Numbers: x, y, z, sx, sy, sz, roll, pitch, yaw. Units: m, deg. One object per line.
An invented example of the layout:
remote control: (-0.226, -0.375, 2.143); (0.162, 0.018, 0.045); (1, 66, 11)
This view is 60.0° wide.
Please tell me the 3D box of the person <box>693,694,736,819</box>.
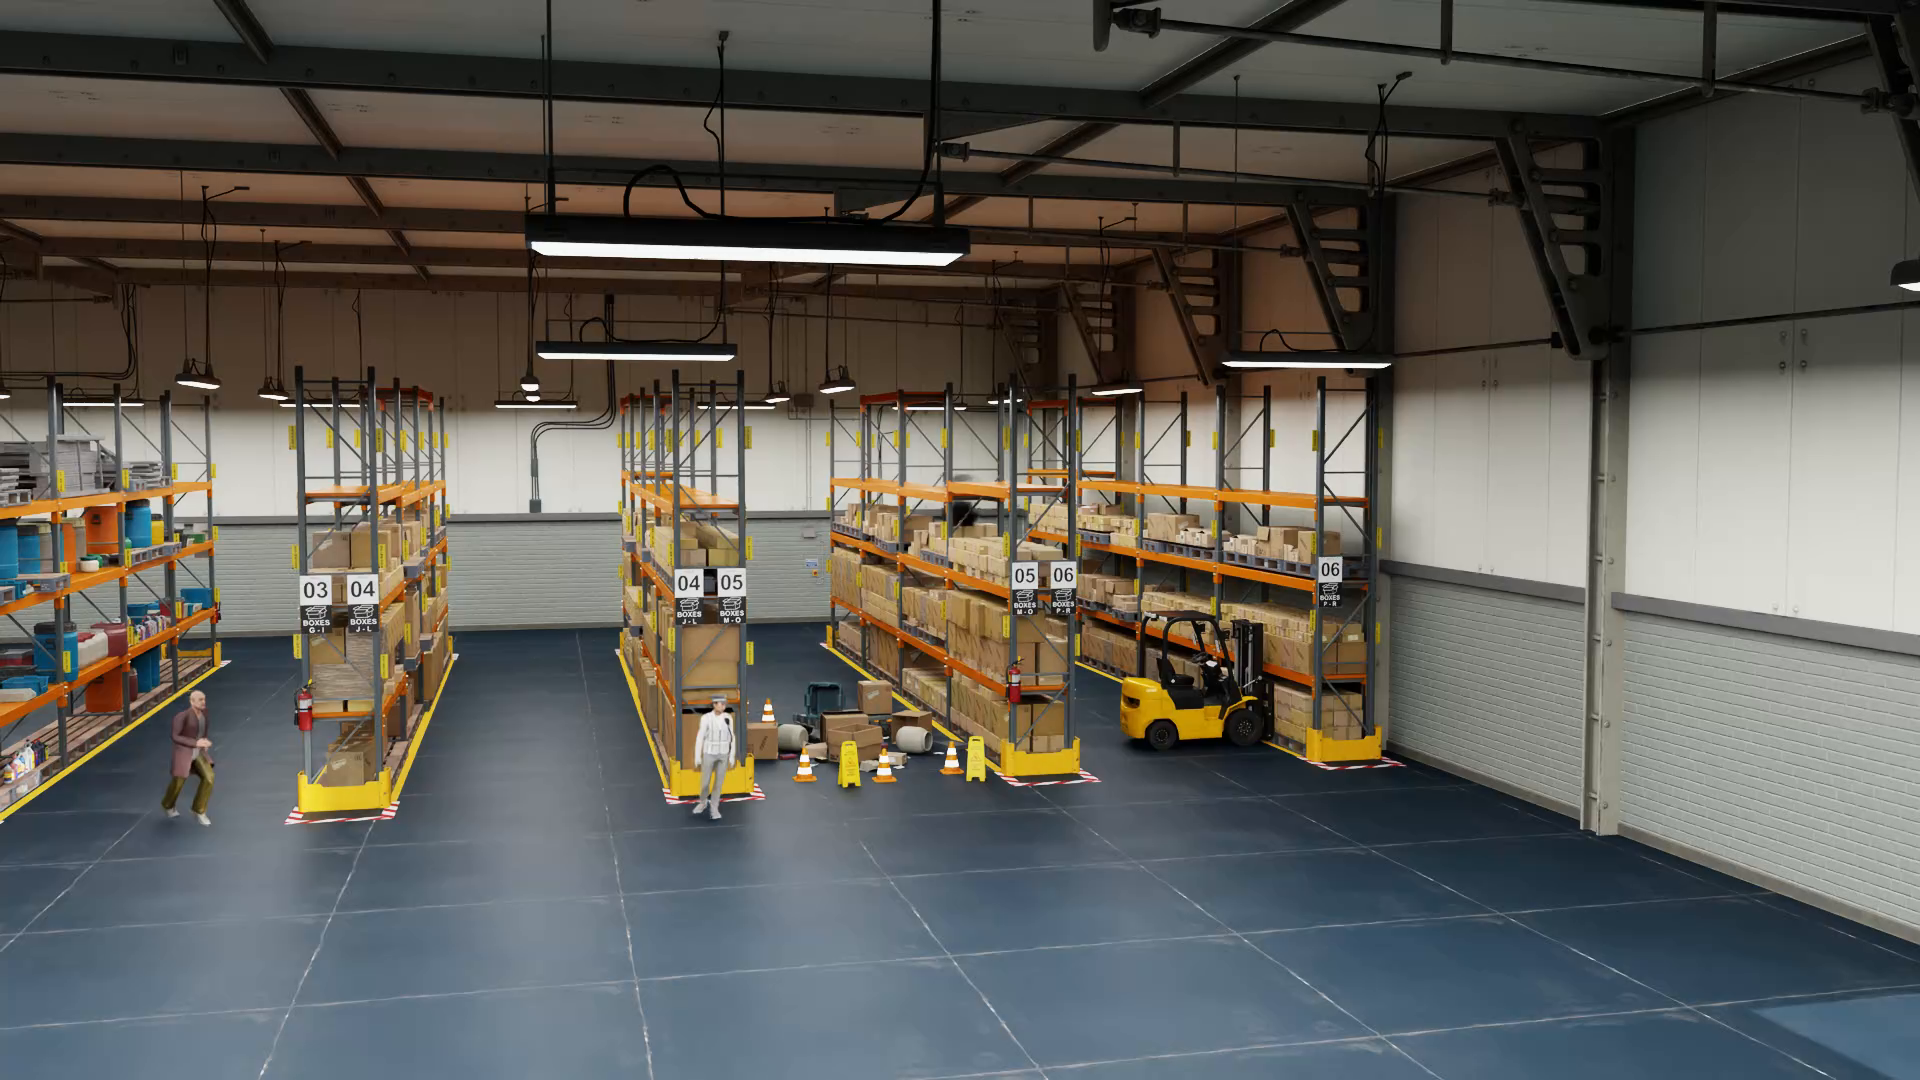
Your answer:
person: (-3.255, 2.849, 21.999); (0.560, 1.662, 0.447); (-2, 4, -26)

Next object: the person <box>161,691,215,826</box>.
person: (-10.128, 2.849, 21.782); (0.981, 1.784, 0.714); (2, 4, 28)
